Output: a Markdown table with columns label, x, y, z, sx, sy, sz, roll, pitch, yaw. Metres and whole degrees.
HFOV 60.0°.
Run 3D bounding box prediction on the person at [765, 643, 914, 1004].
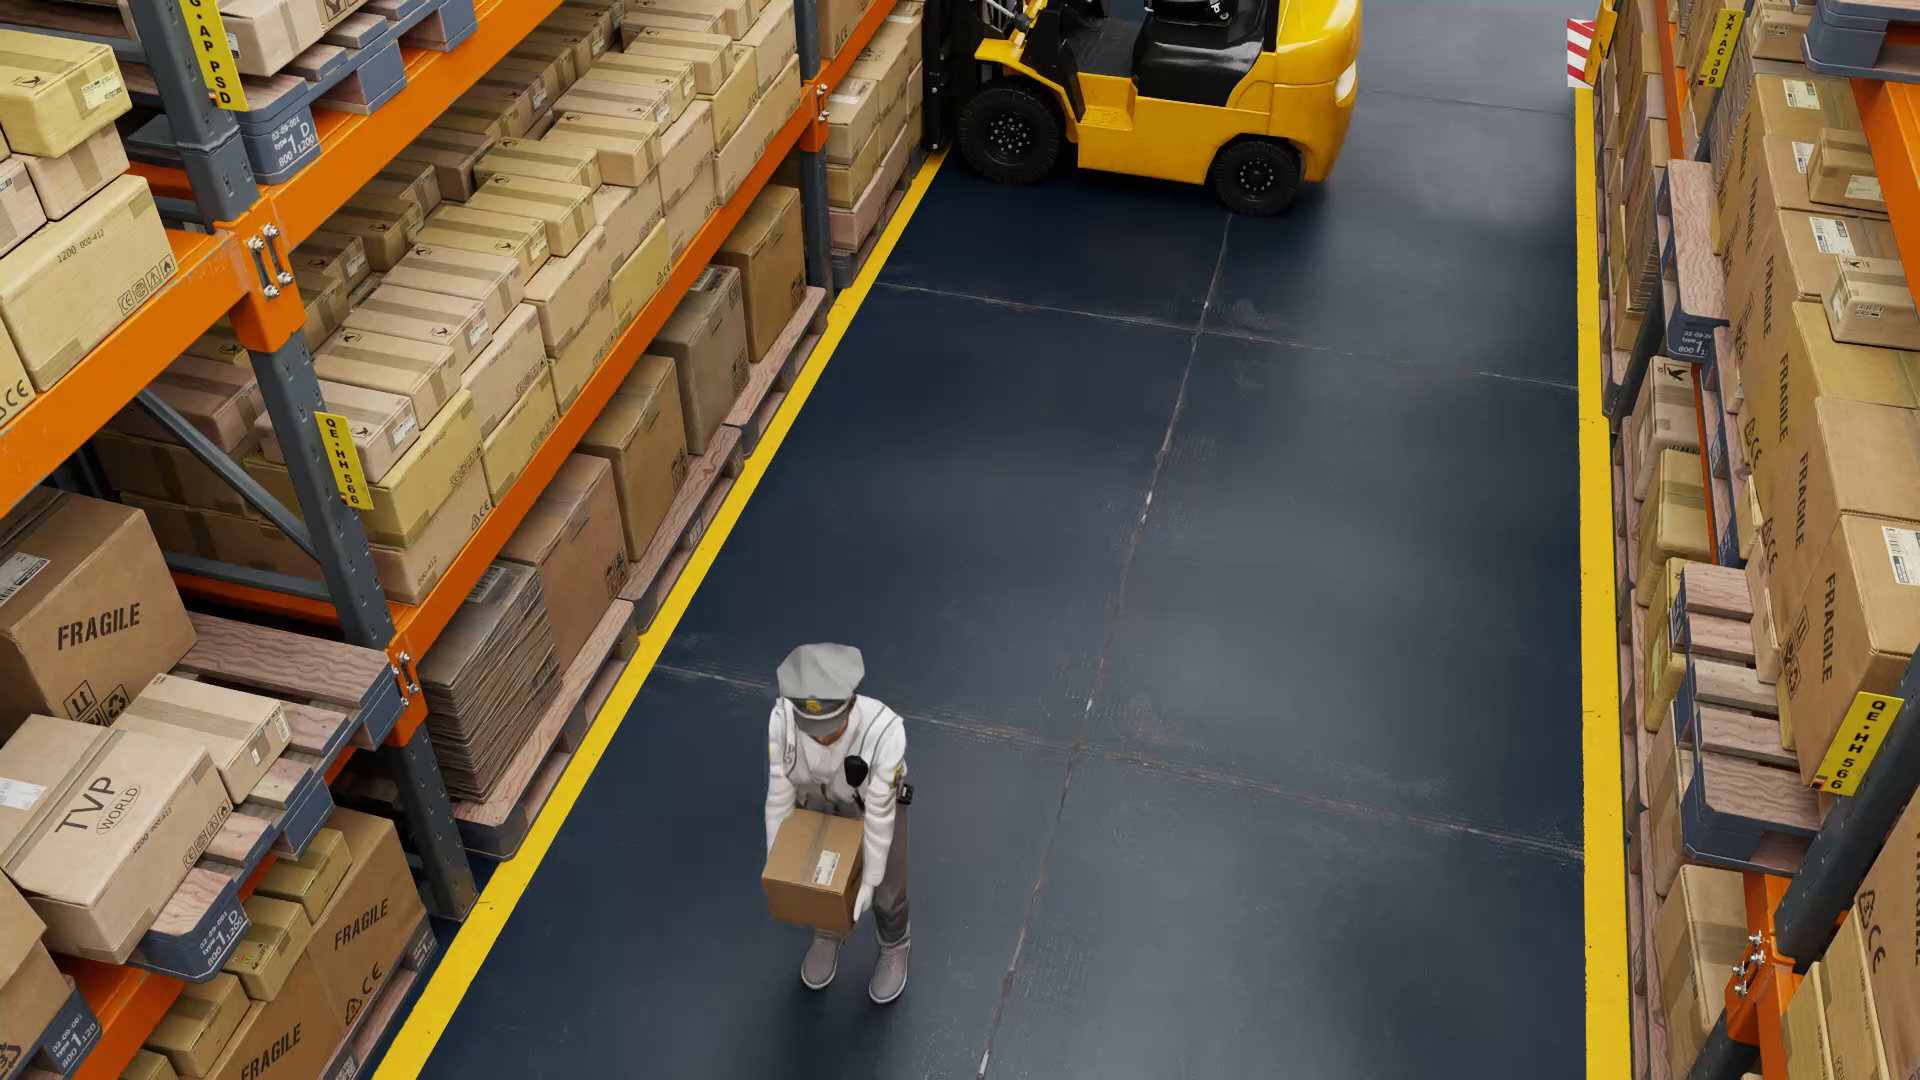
| label | x | y | z | sx | sy | sz | roll | pitch | yaw |
| --- | --- | --- | --- | --- | --- | --- | --- | --- | --- |
| person | -0.361 | 0.904 | 5.163 | 0.412 | 1.626 | 0.559 | 9 | 42 | 10 |
